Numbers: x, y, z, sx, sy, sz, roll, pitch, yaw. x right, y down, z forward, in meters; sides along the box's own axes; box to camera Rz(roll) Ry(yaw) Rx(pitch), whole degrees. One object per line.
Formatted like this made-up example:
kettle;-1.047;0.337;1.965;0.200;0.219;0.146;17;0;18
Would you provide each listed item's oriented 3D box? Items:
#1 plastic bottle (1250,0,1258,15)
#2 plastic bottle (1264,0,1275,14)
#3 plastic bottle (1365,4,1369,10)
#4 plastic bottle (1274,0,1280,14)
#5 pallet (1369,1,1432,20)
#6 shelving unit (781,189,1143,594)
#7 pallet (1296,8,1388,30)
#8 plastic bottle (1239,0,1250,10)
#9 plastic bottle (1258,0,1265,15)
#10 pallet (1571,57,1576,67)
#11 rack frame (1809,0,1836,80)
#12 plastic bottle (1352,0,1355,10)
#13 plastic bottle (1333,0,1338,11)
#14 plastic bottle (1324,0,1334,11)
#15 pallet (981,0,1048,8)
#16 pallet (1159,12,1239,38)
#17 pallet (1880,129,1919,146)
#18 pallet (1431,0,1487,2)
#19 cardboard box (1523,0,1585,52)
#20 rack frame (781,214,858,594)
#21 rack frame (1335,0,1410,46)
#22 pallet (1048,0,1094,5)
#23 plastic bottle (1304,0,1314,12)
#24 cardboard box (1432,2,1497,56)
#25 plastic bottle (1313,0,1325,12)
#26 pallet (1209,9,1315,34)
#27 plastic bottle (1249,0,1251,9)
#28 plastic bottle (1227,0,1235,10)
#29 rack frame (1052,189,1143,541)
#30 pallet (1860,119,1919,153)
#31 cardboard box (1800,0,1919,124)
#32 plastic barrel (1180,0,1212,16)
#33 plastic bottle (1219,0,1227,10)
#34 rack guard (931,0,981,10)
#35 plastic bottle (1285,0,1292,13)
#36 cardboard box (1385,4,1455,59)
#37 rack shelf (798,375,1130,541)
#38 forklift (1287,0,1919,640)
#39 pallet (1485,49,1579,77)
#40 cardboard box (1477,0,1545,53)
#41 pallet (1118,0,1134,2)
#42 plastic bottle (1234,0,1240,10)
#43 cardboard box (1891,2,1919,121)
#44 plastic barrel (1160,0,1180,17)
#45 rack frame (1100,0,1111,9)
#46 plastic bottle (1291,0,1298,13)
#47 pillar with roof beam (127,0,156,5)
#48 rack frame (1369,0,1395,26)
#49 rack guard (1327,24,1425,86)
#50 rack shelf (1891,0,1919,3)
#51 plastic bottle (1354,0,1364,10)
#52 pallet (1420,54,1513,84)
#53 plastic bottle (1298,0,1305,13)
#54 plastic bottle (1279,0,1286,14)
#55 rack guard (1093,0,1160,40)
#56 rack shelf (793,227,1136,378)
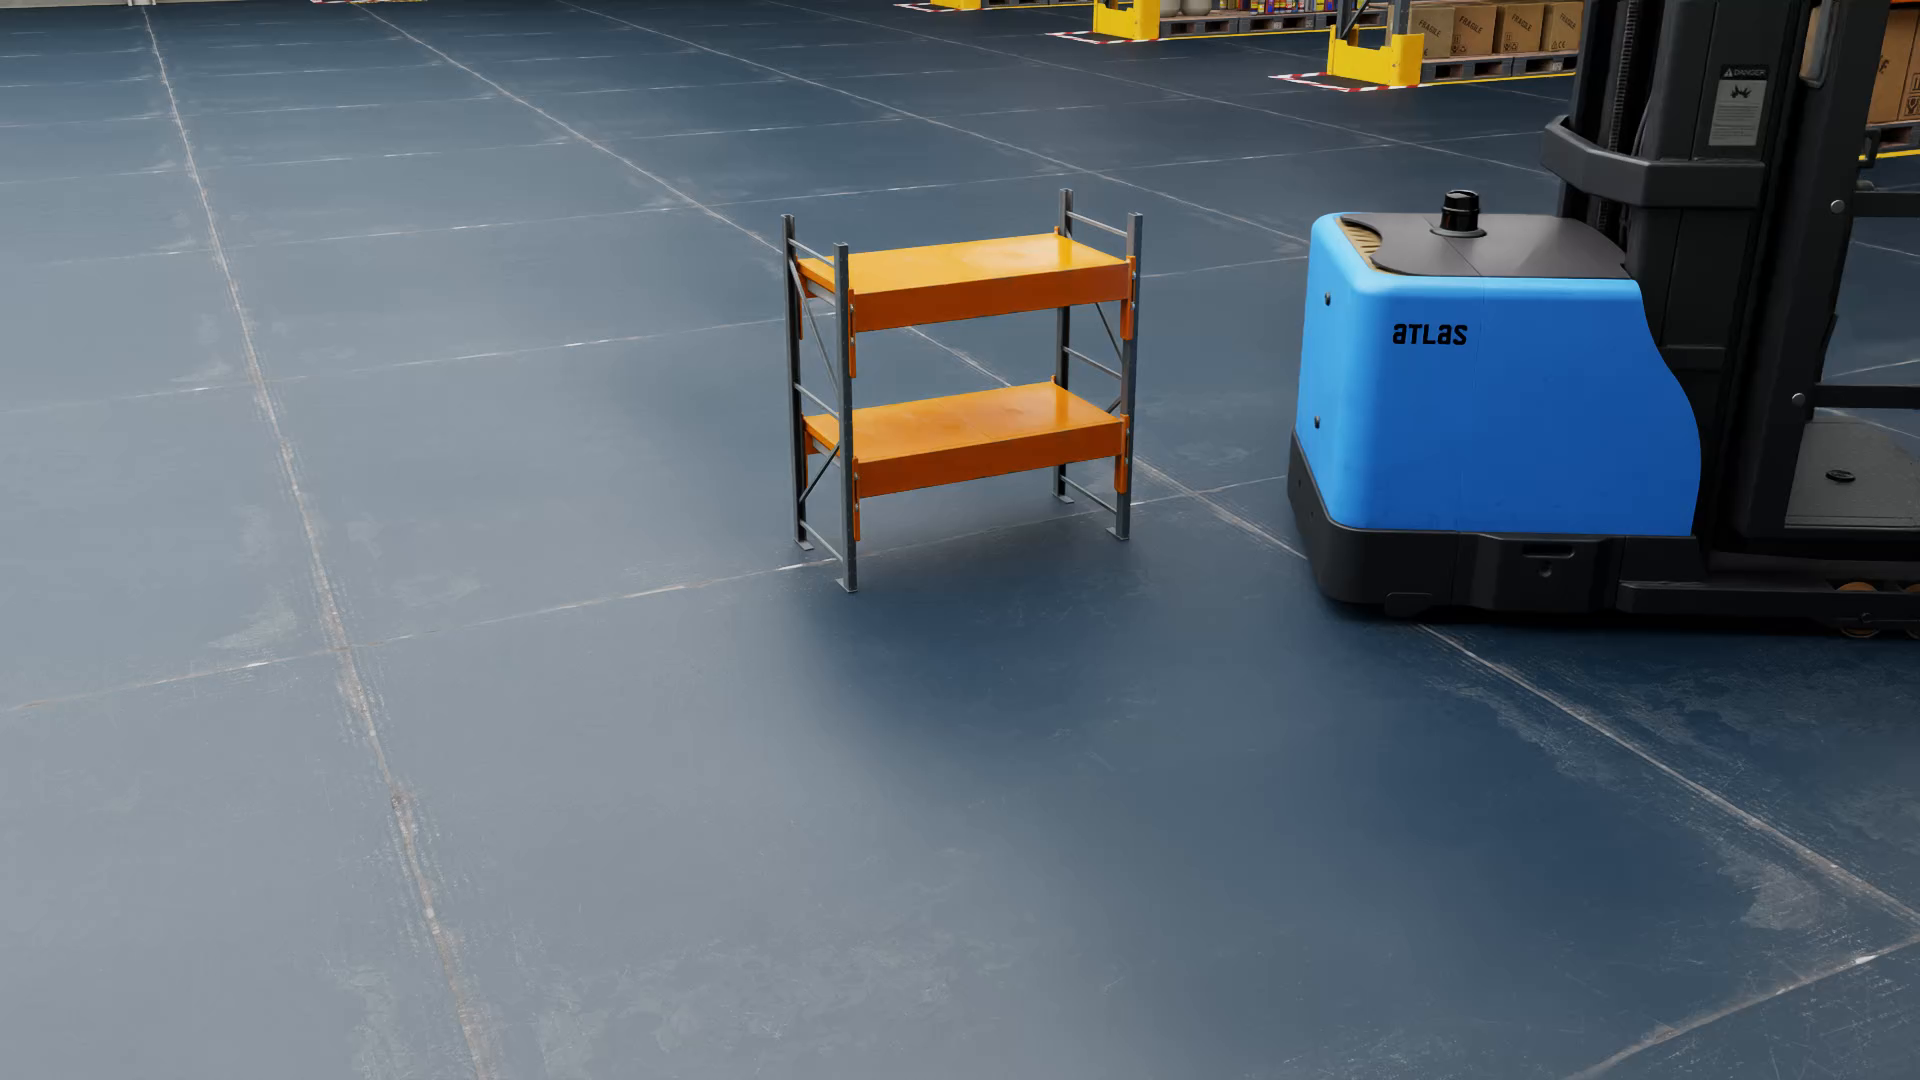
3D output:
plastic bottle;3.865;-7.041;21.829;0.097;0.271;0.097;0;22;0
plastic bottle;4.077;-7.077;21.902;0.133;0.283;0.061;-10;25;-23
plastic bottle;5.509;-7.311;22.573;0.097;0.201;0.097;0;22;0
plastic bottle;4.174;-7.097;21.966;0.097;0.271;0.097;0;22;0
pallet;6.391;-7.423;23.407;1.213;0.211;1.003;-10;25;-24
shelving unit;0.006;-0.521;5.538;1.048;1.125;0.538;-10;25;-24
pallet;5.077;-7.183;22.826;1.213;0.211;1.003;-10;25;-24
plastic bottle;3.847;-7.304;22.450;0.133;0.283;0.061;-10;25;-24
plastic bottle;3.958;-7.025;21.883;0.097;0.201;0.097;0;22;0
pallet;7.259;-5.449;18.638;1.213;0.211;1.003;-10;25;-24
rack frame;6.304;-4.471;12.630;0.127;3.000;1.000;-10;25;-24
plastic bottle;5.245;-7.341;22.451;0.185;0.351;0.144;-11;25;-25
plastic bottle;5.072;-7.309;22.374;0.185;0.351;0.144;-12;25;-26
plastic bottle;4.943;-7.237;22.287;0.133;0.283;0.061;-9;24;-20
pallet;0.622;-8.465;25.924;1.213;0.211;1.003;-10;25;-24
pallet;2.879;-6.778;21.848;1.213;0.211;1.003;-10;25;-24
pallet;8.089;-3.543;14.034;1.213;0.211;1.003;-10;25;-24
pallet;7.492;-7.627;23.900;1.213;0.211;1.003;-10;25;-24
cardboard box;6.433;-5.620;18.124;0.500;0.500;0.500;-13;26;-28
rack frame;-0.452;-0.437;5.334;0.032;1.125;0.500;-10;25;-24
rack frame;4.244;-6.198;16.800;0.127;3.000;1.000;-10;25;-24
pallet;1.720;-8.666;26.409;1.213;0.211;1.003;-10;25;-24
plastic bottle;4.633;-7.196;22.197;0.135;0.276;0.152;-10;24;-23
cardboard box;5.338;-5.445;17.702;0.500;0.500;0.500;-4;23;-10
plastic bottle;4.781;-7.256;22.245;0.185;0.351;0.144;-11;25;-24
pallet;3.976;-6.979;22.333;1.213;0.211;1.003;-10;25;-24
plastic bottle;3.925;-7.360;22.595;0.135;0.276;0.152;-11;25;-25
plastic bottle;3.658;-7.334;22.522;0.133;0.283;0.061;-10;24;-22
rack frame;0.464;-0.605;5.741;0.032;1.125;0.500;-10;25;-24
pallet;6.991;-3.343;13.549;1.213;0.211;1.003;-10;25;-24
cardboard box;6.887;-3.819;13.283;0.875;0.875;0.875;-10;25;-23
plastic barrel;3.108;-7.168;21.848;0.421;0.512;0.421;0;22;0
plastic bottle;3.561;-7.271;22.476;0.097;0.201;0.097;0;22;0
rack guard;-0.070;-8.453;25.518;0.348;0.500;1.175;-10;25;-24
plastic bottle;4.353;-7.098;22.059;0.097;0.201;0.097;0;22;0
cardboard box;4.814;-5.334;17.434;0.500;0.500;0.500;-6;23;-14
rack shelf;0.006;-0.295;5.631;1.000;0.278;0.538;-10;25;-24
forklift;2.662;-1.263;4.968;3.031;2.935;1.130;1;23;3
pallet;6.158;-5.245;18.145;1.213;0.211;1.003;-10;25;-24
cardboard box;5.910;-5.543;17.937;0.500;0.500;0.500;-8;24;-19
pallet;2.821;-8.870;26.902;1.213;0.211;1.003;-10;25;-24
plastic bottle;3.800;-7.337;22.540;0.135;0.276;0.152;-10;25;-23
cardboard box;7.679;-3.966;13.637;0.875;0.875;0.875;-11;25;-24
plastic barrel;2.656;-7.085;21.647;0.421;0.512;0.421;0;22;0
rack frame;2.096;-7.904;20.924;0.127;3.000;1.000;-10;25;-24
plastic bottle;4.447;-7.148;22.087;0.097;0.271;0.097;0;22;0
pillar with roof beam;-10.890;-11.031;20.632;0.400;9.000;9.100;-10;25;-24
rack frame;5.700;-8.568;22.527;0.127;3.000;1.000;-10;25;-24
rack guard;4.313;-5.055;17.309;0.348;0.500;1.175;-10;25;-24
rack shelf;8.107;-4.471;13.569;4.000;0.370;1.077;-10;25;-24
plastic bottle;5.410;-7.323;22.495;0.133;0.283;0.061;-9;24;-21
pallet;5.060;-5.044;17.660;1.213;0.211;1.003;-10;25;-24
plastic bottle;4.539;-7.132;22.142;0.097;0.201;0.097;0;22;0
plastic bottle;4.264;-7.114;22.006;0.097;0.271;0.097;0;22;0
rack guard;2.144;-6.778;21.472;0.348;0.500;1.175;-10;25;-24
rack shelf;0.006;-0.791;5.426;1.000;0.278;0.538;-10;25;-24
